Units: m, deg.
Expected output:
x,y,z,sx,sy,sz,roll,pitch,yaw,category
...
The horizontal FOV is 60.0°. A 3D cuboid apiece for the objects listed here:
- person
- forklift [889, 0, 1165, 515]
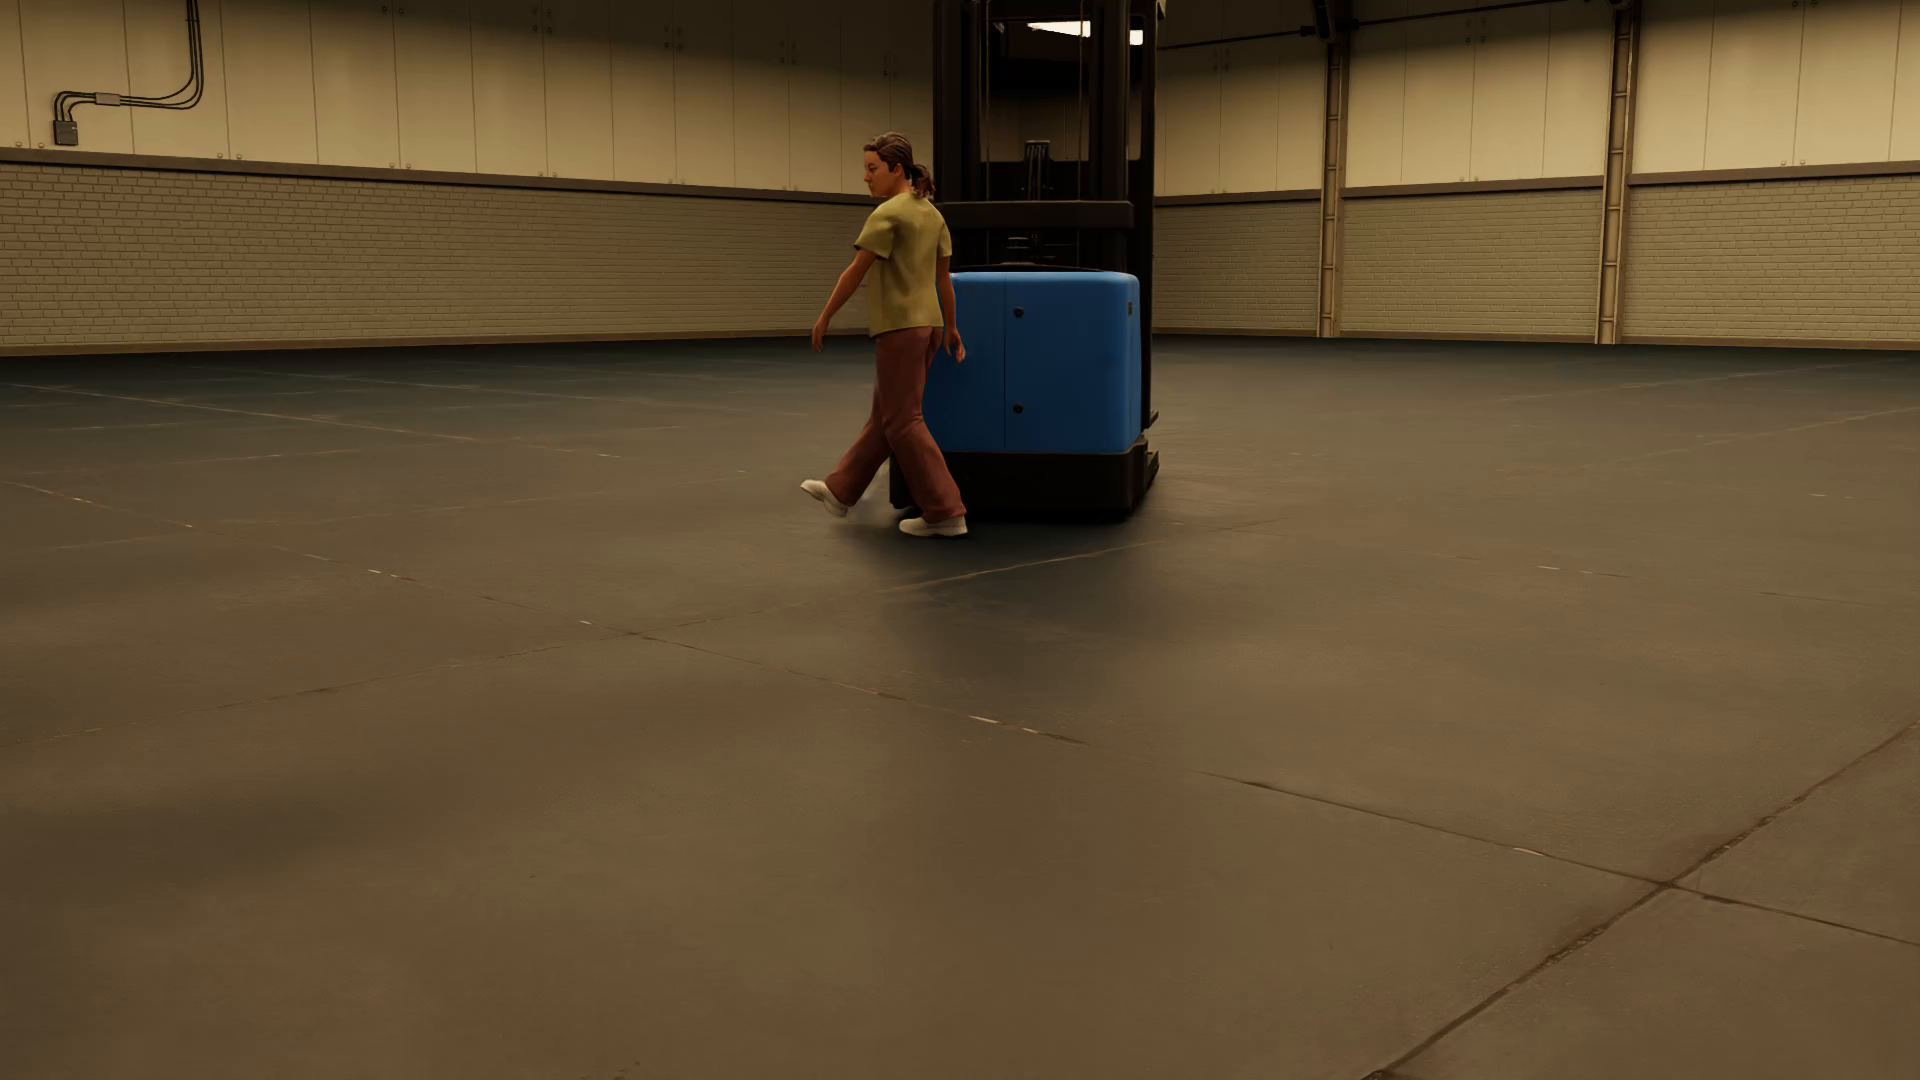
x,y,z,sx,sy,sz,roll,pitch,yaw,category
-0.336,-0.853,6.915,0.883,1.633,0.649,4,10,26,person
0.452,-1.739,8.422,1.130,2.935,3.031,1,9,10,forklift
